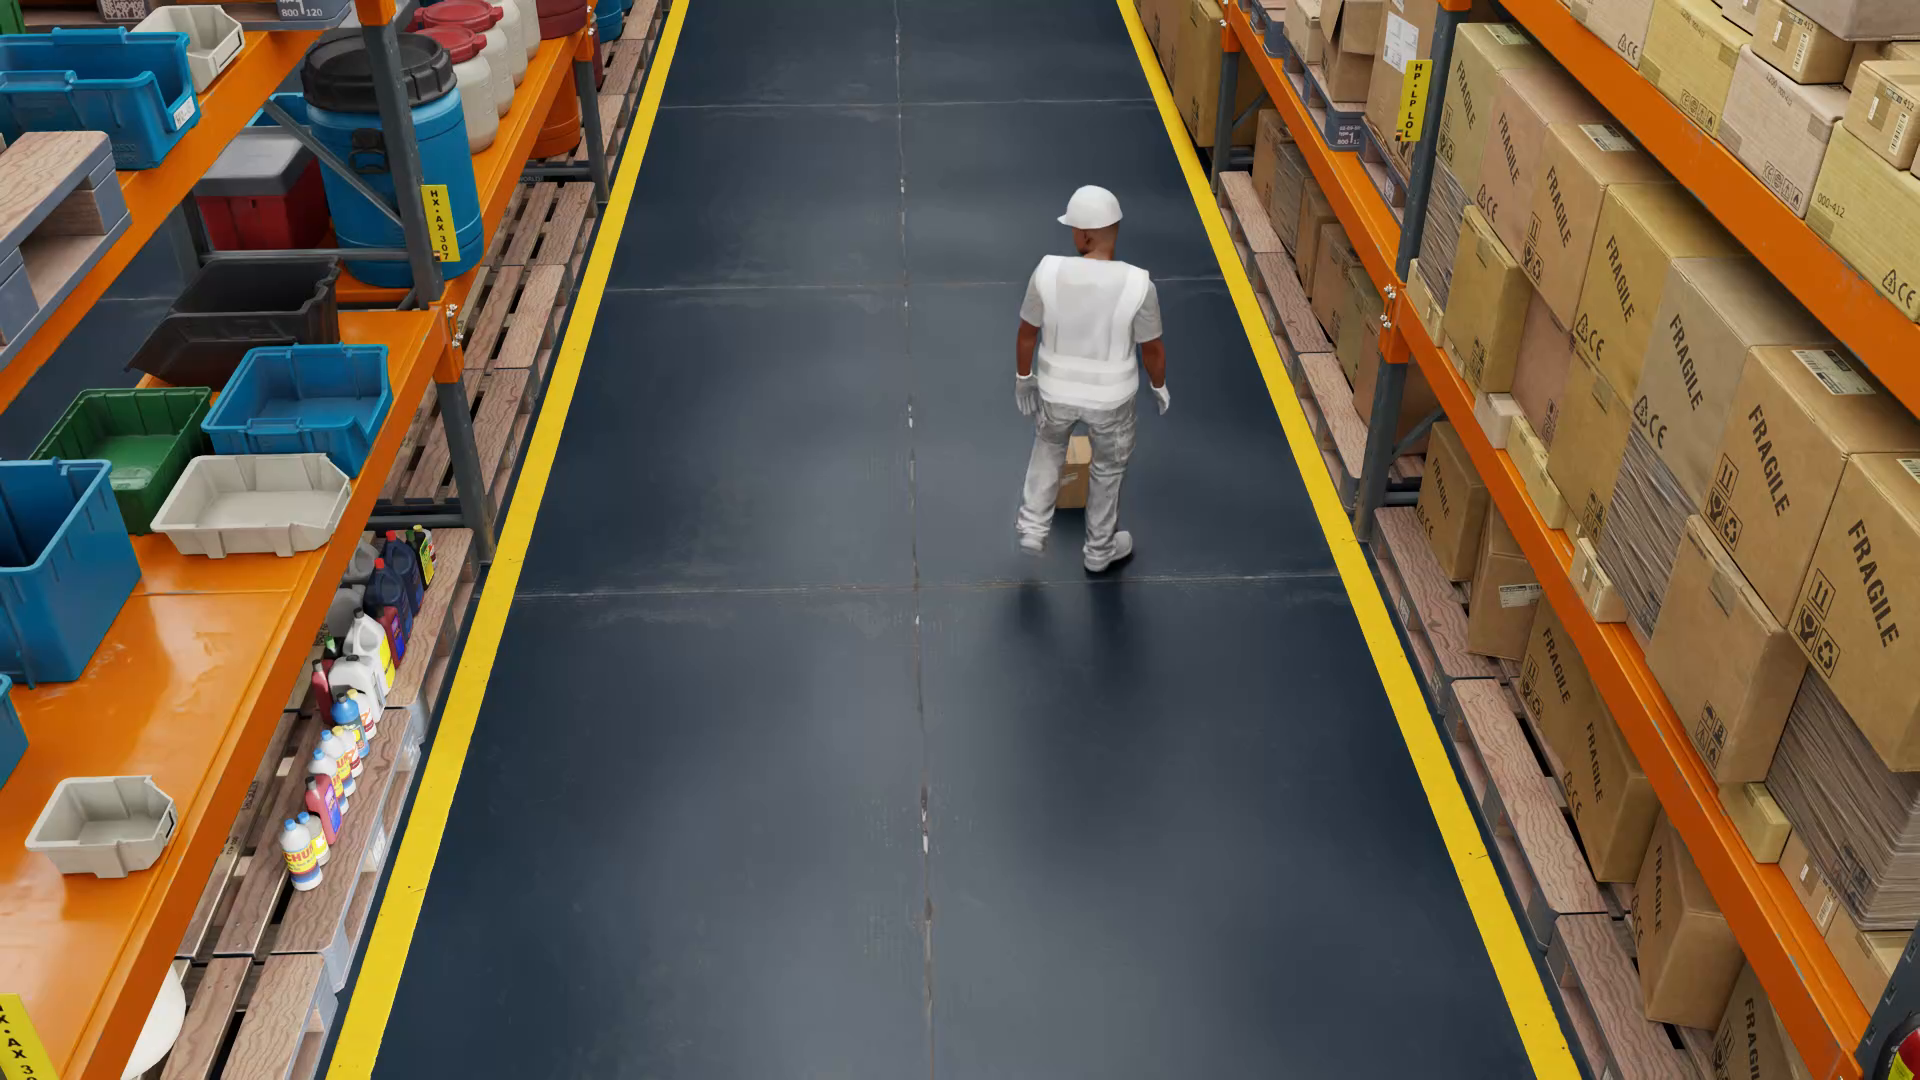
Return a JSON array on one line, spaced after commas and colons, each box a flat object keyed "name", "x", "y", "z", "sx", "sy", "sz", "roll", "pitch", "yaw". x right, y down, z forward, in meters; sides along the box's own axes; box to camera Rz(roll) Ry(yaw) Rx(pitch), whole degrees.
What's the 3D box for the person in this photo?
[{"name": "person", "x": 0.542, "y": -0.620, "z": 6.978, "sx": 0.622, "sy": 1.778, "sz": 0.517, "roll": 13, "pitch": 37, "yaw": 17}]
